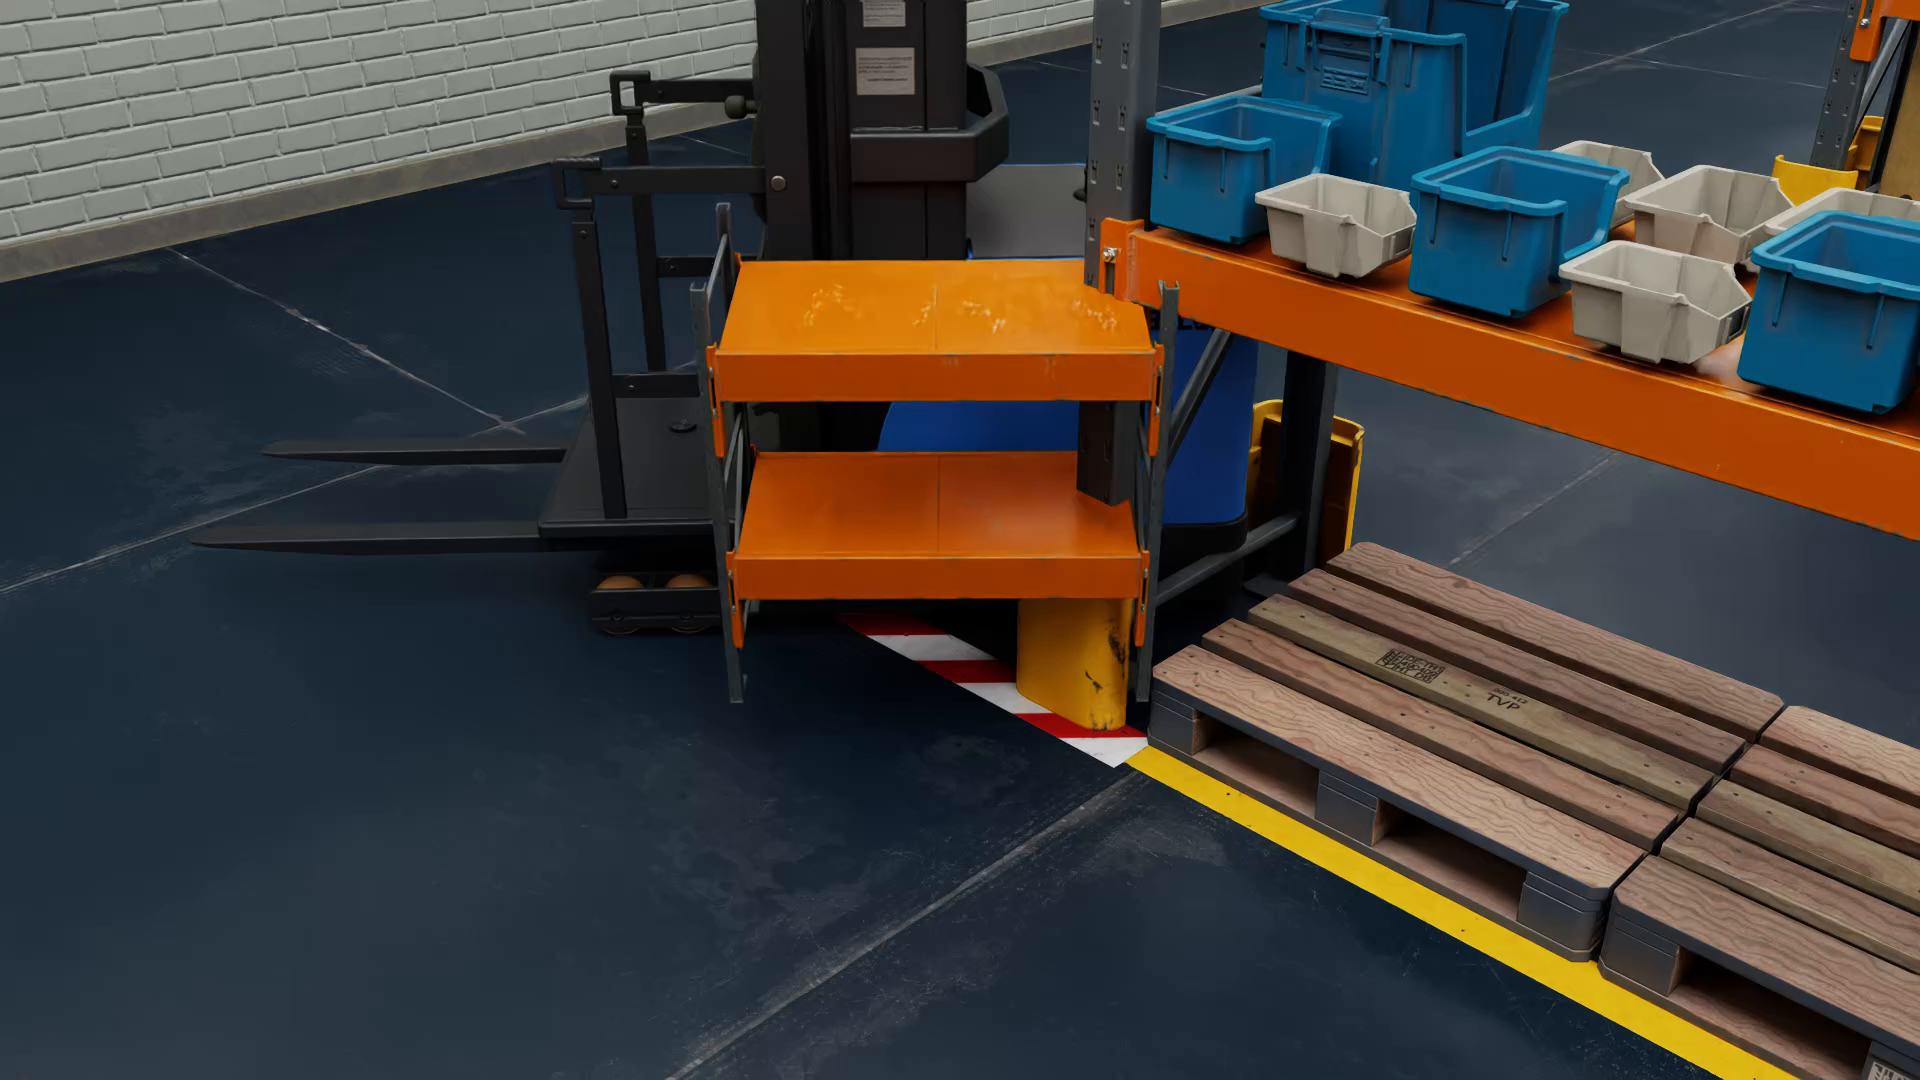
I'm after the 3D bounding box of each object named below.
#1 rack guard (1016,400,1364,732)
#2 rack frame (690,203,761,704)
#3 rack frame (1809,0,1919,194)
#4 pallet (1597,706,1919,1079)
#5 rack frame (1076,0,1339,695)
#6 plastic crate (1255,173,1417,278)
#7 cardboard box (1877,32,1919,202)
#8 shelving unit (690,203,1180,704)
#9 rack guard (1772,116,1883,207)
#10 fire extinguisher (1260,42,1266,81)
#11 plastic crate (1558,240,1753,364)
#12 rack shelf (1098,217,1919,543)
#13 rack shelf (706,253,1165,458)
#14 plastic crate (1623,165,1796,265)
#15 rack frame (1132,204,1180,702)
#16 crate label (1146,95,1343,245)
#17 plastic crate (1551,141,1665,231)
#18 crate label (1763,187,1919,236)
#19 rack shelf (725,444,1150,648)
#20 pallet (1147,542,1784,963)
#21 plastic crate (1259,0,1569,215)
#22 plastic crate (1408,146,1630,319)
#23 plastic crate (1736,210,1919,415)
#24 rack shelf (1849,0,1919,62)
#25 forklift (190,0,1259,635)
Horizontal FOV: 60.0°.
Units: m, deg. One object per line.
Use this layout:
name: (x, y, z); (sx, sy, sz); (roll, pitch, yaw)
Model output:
rack guard: (0.657, 0.039, 4.639); (0.348, 0.500, 1.175); (25, 36, 38)
rack frame: (-0.562, -0.198, 4.068); (0.032, 1.125, 0.500); (0, 33, 0)
rack frame: (4.156, -2.708, 7.176); (0.127, 3.000, 1.000); (25, 36, 38)
pallet: (2.110, 0.850, 3.406); (1.213, 0.211, 1.003); (25, 36, 38)
rack frame: (0.683, -1.064, 4.050); (0.127, 3.000, 1.000); (25, 36, 38)
plastic crate: (0.799, -0.652, 3.485); (0.298, 0.136, 0.250); (25, 36, 38)
cardboard box: (4.668, -1.771, 7.226); (0.875, 0.875, 0.875); (25, 36, 38)
shelving unit: (-0.053, -0.199, 4.068); (1.048, 1.125, 0.538); (0, 33, 0)
rack guard: (4.139, -1.609, 7.773); (0.348, 0.500, 1.175); (25, 36, 38)
fire extinguisher: (0.894, -1.065, 4.536); (0.183, 0.674, 0.296); (25, 36, 38)
plastic crate: (1.283, -0.430, 3.065); (0.298, 0.136, 0.250); (25, 36, 38)
rack shelf: (2.110, -0.093, 2.977); (4.000, 0.370, 1.077); (25, 36, 38)
rack shelf: (-0.054, -0.444, 3.908); (1.000, 0.278, 0.538); (0, 33, 0)
plastic crate: (1.588, -0.668, 3.517); (0.243, 0.136, 0.396); (25, 36, 38)
rack frame: (0.455, -0.201, 4.068); (0.032, 1.125, 0.500); (0, 33, 0)
crate label: (0.629, -0.827, 3.714); (0.303, 0.233, 0.416); (25, 36, 38)
plastic crate: (1.392, -0.768, 3.706); (0.243, 0.136, 0.396); (25, 36, 38)
crate label: (1.804, -0.586, 3.360); (0.243, 0.136, 0.396); (25, 36, 38)
rack shelf: (-0.053, 0.006, 4.201); (1.000, 0.278, 0.538); (0, 33, 0)
pallet: (1.244, 0.452, 4.163); (1.213, 0.211, 1.003); (25, 36, 38)
plastic crate: (1.053, -1.059, 3.938); (0.499, 0.435, 0.616); (25, 36, 38)
plastic crate: (1.098, -0.612, 3.306); (0.300, 0.233, 0.416); (25, 36, 38)
plastic crate: (1.568, -0.397, 2.897); (0.300, 0.233, 0.416); (25, 36, 38)
rack shelf: (5.582, -1.737, 6.103); (4.000, 0.370, 1.077); (25, 36, 38)
forklift: (-0.708, -1.278, 4.532); (3.031, 2.935, 1.130); (-1, 28, -2)
